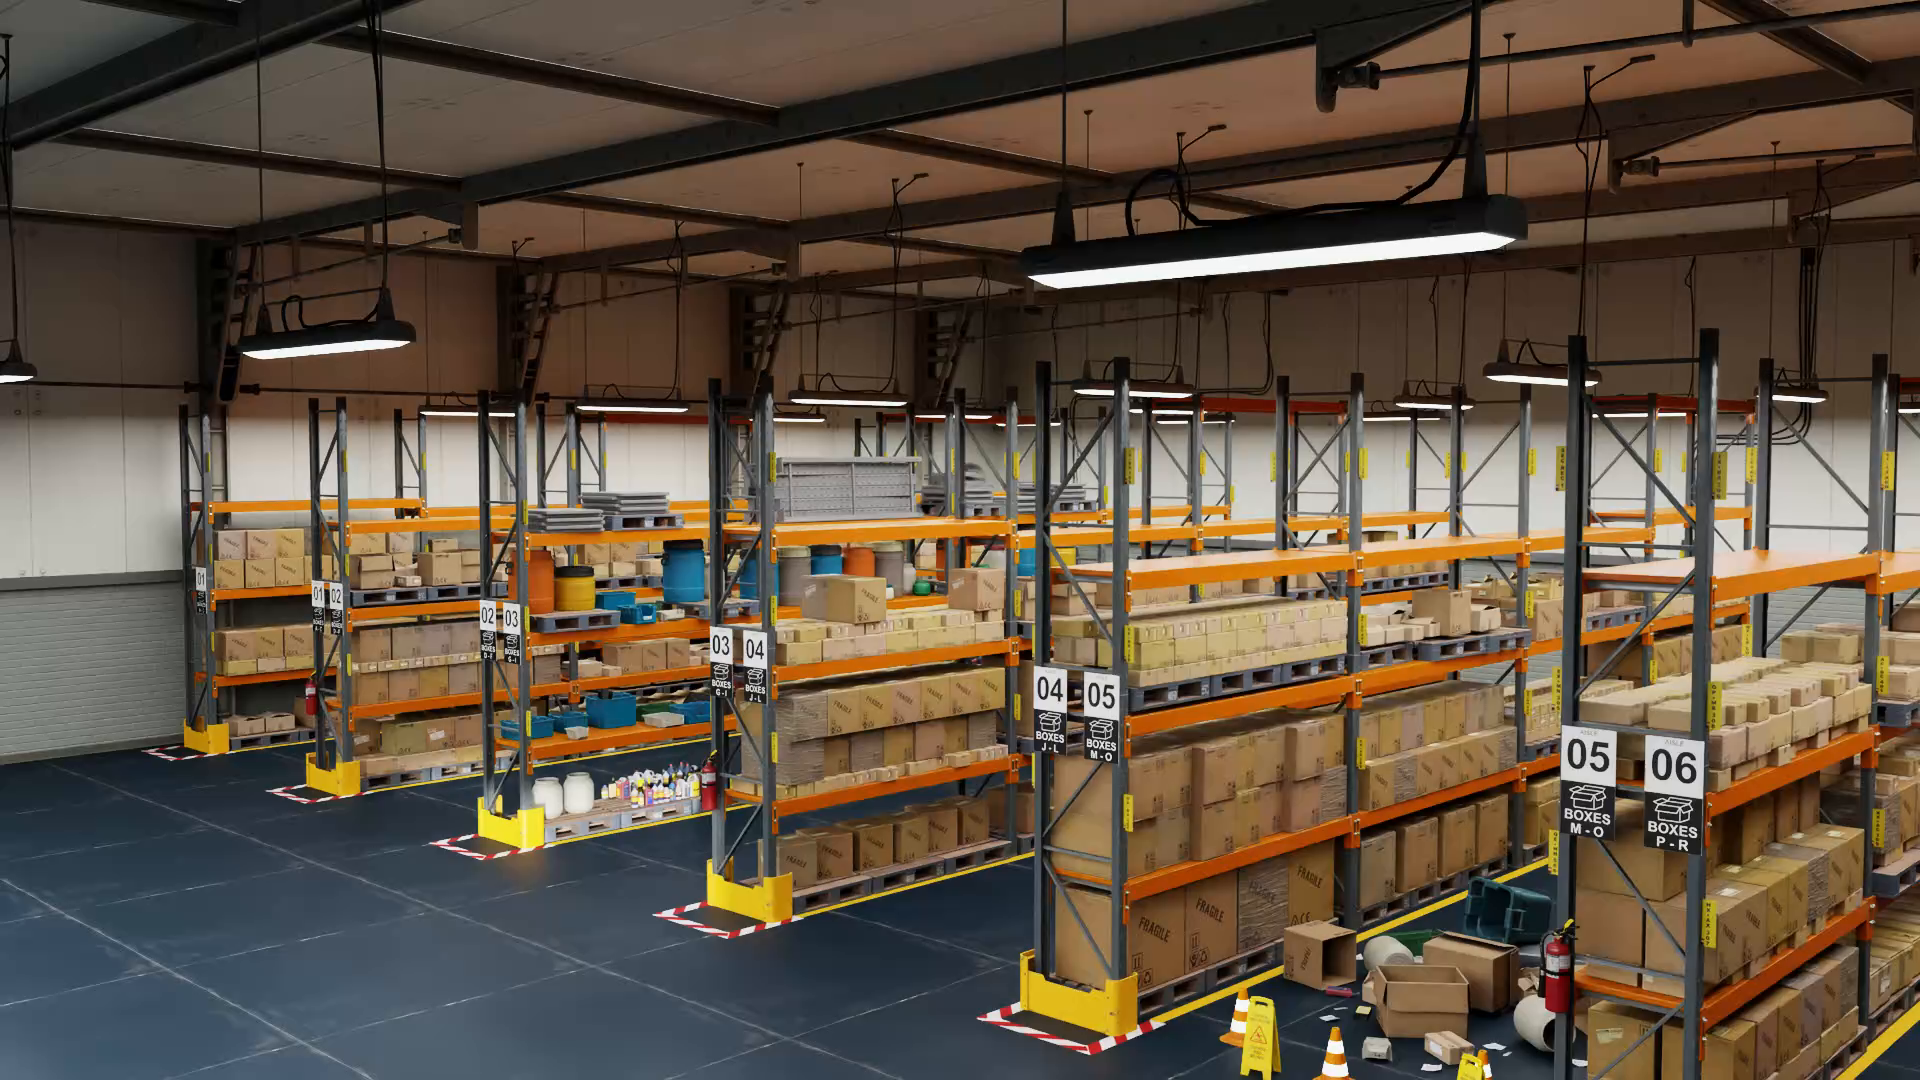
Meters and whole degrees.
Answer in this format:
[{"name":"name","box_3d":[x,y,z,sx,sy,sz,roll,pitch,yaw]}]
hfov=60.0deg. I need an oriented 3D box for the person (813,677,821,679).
[{"name":"person","box_3d":[-2.339,2.859,28.211,1.121,1.585,0.713,-2,4,-31]}]
